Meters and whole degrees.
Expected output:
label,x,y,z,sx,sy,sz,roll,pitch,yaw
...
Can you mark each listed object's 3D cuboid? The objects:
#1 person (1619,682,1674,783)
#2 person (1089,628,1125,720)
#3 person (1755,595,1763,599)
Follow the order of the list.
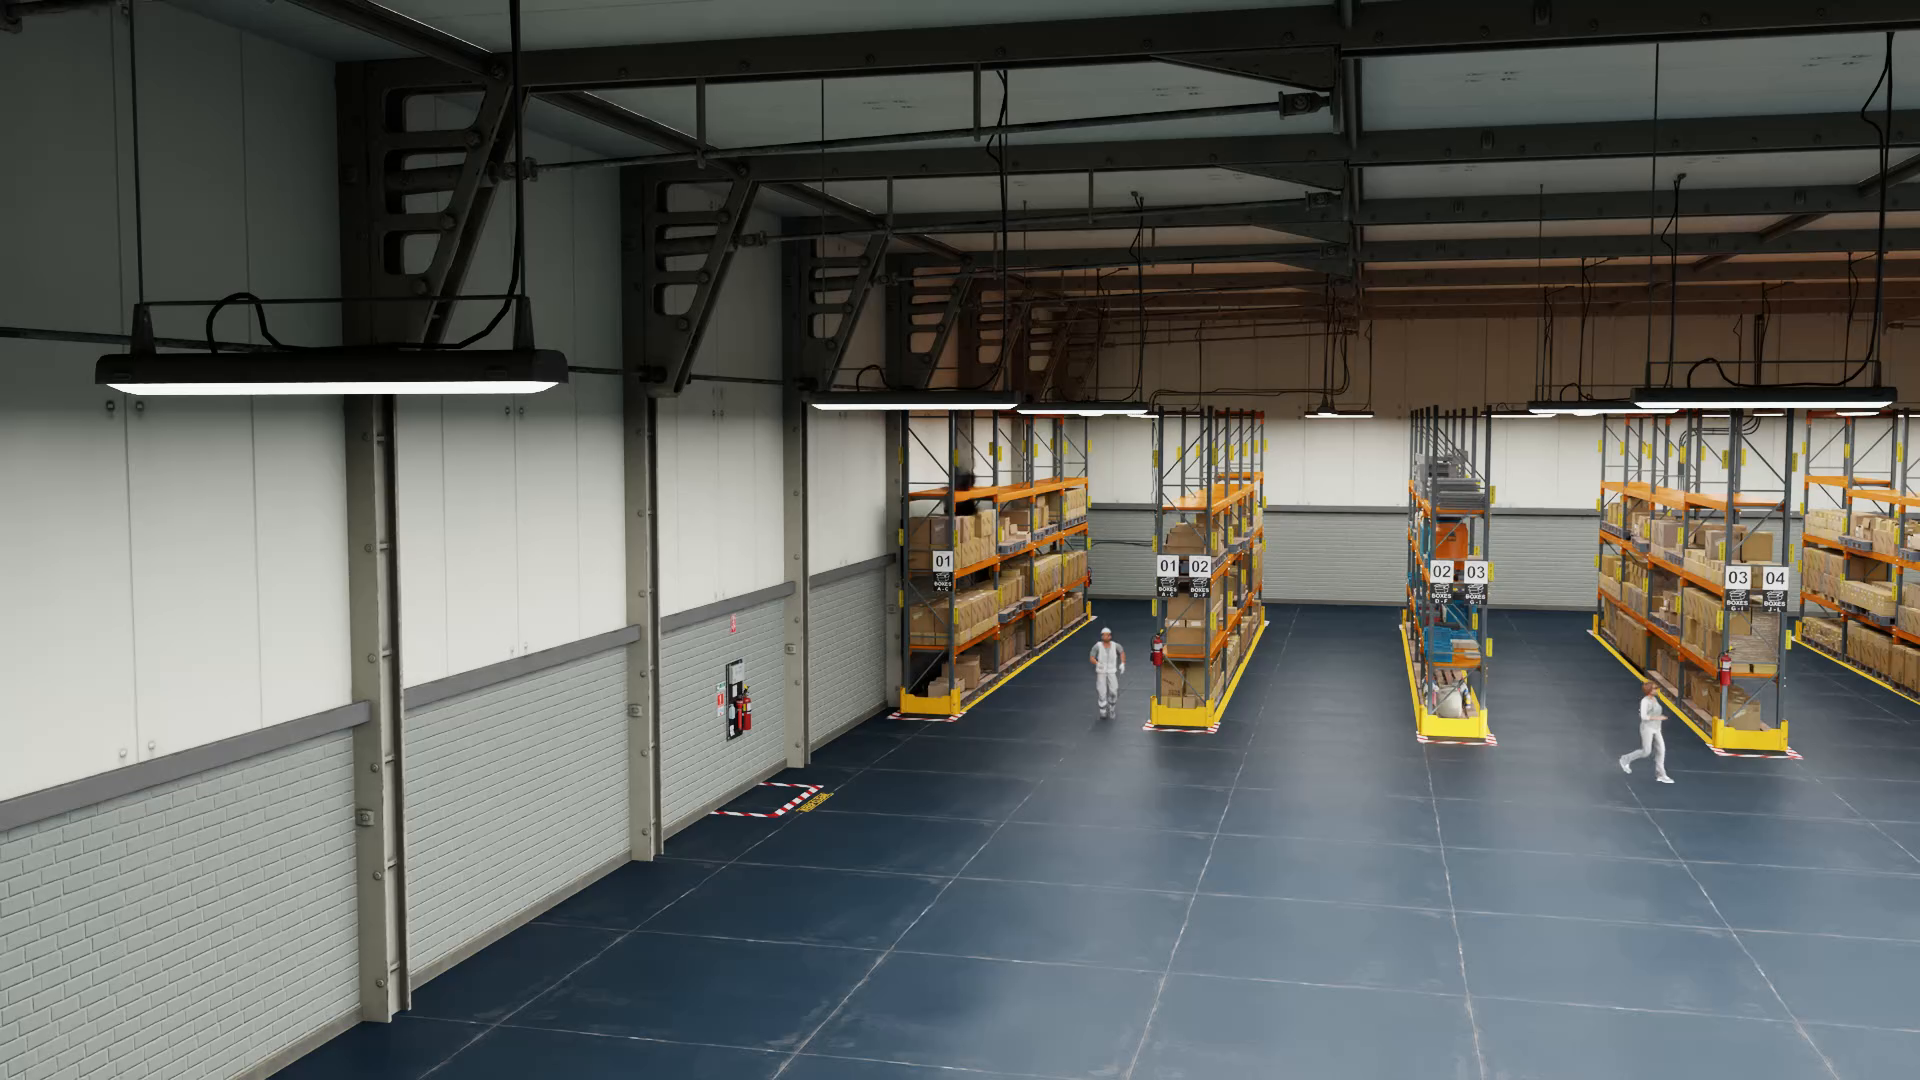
label,x,y,z,sx,sy,sz,roll,pitch,yaw
person,10.920,3.031,26.377,0.547,1.574,0.851,-4,6,-43
person,2.820,2.564,31.722,0.698,1.782,0.663,0,4,-1
person,20.365,1.816,42.398,0.716,1.781,0.900,2,4,24
